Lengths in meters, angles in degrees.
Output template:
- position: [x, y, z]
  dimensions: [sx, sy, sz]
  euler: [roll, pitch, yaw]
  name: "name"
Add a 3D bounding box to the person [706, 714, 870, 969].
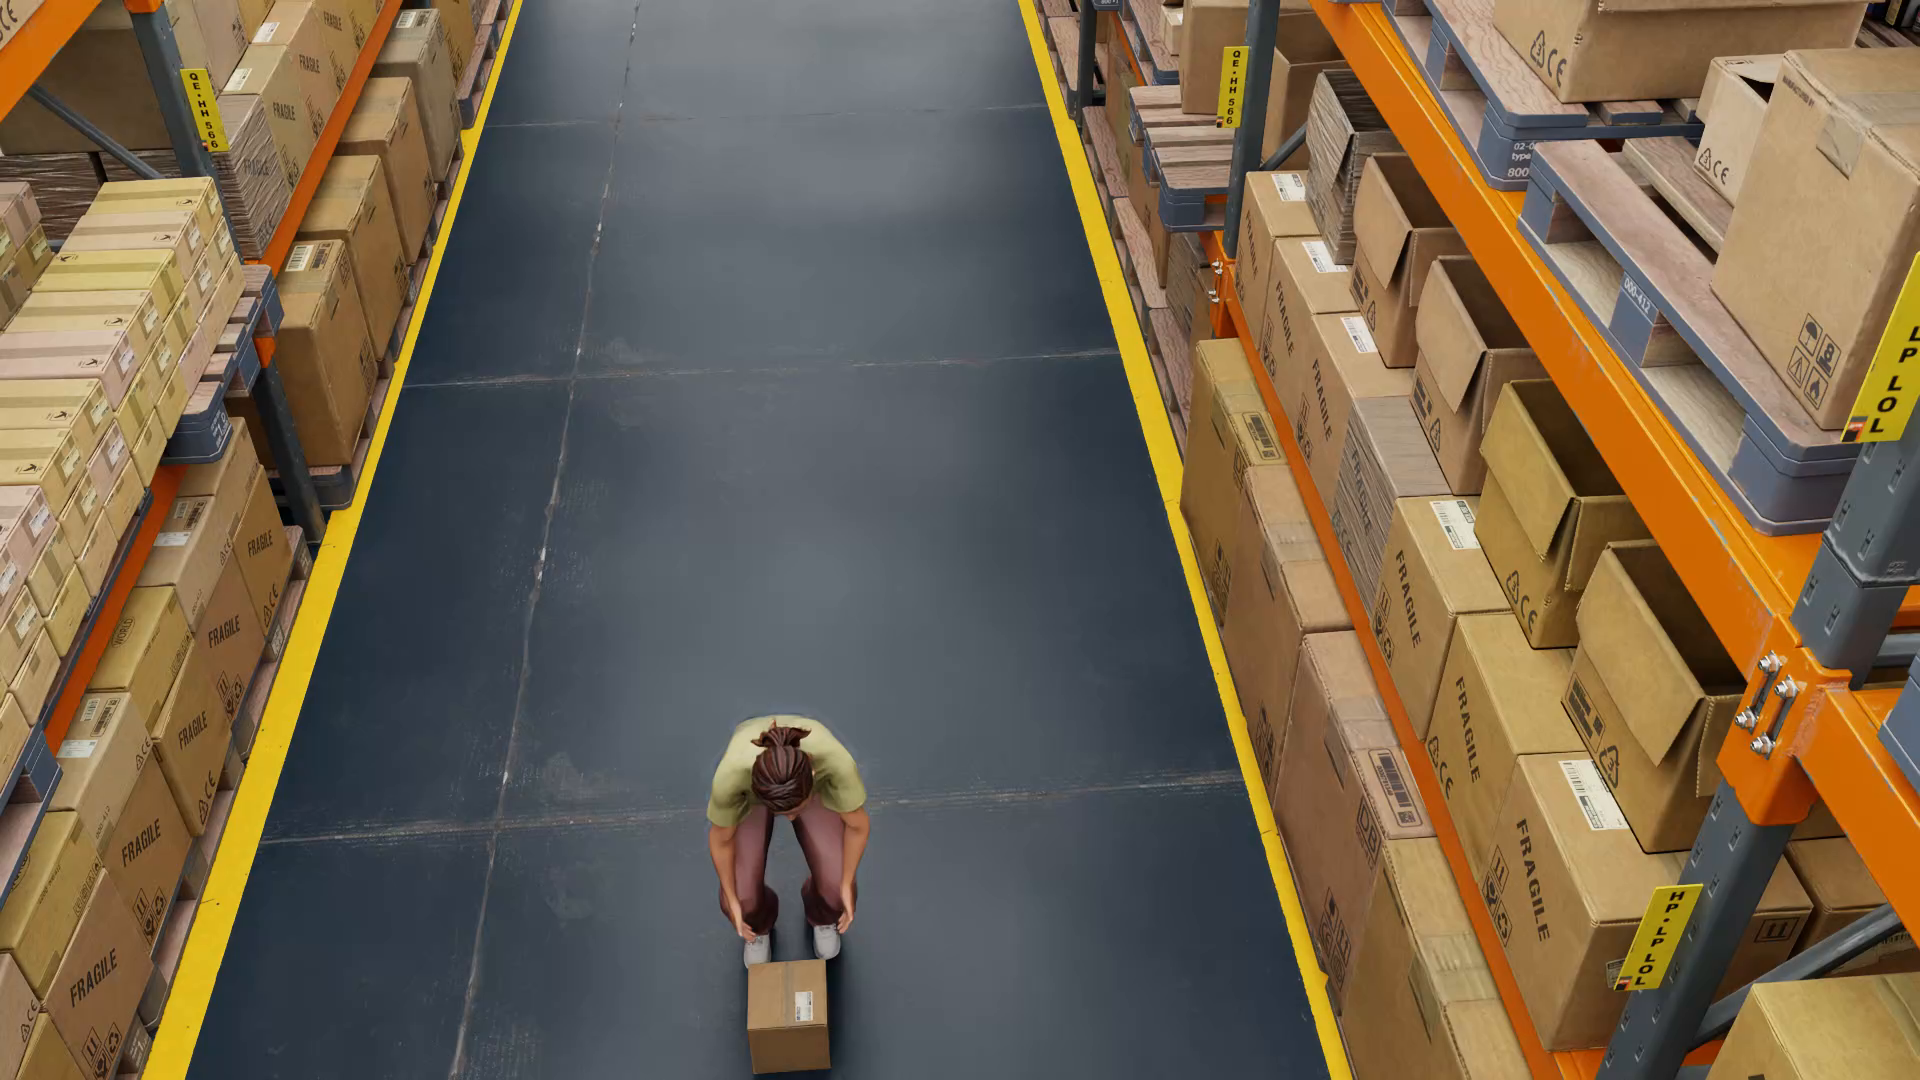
- position: [-0.546, 0.932, 5.381]
  dimensions: [0.508, 1.216, 0.719]
  euler: [-3, 39, -4]
  name: "person"
